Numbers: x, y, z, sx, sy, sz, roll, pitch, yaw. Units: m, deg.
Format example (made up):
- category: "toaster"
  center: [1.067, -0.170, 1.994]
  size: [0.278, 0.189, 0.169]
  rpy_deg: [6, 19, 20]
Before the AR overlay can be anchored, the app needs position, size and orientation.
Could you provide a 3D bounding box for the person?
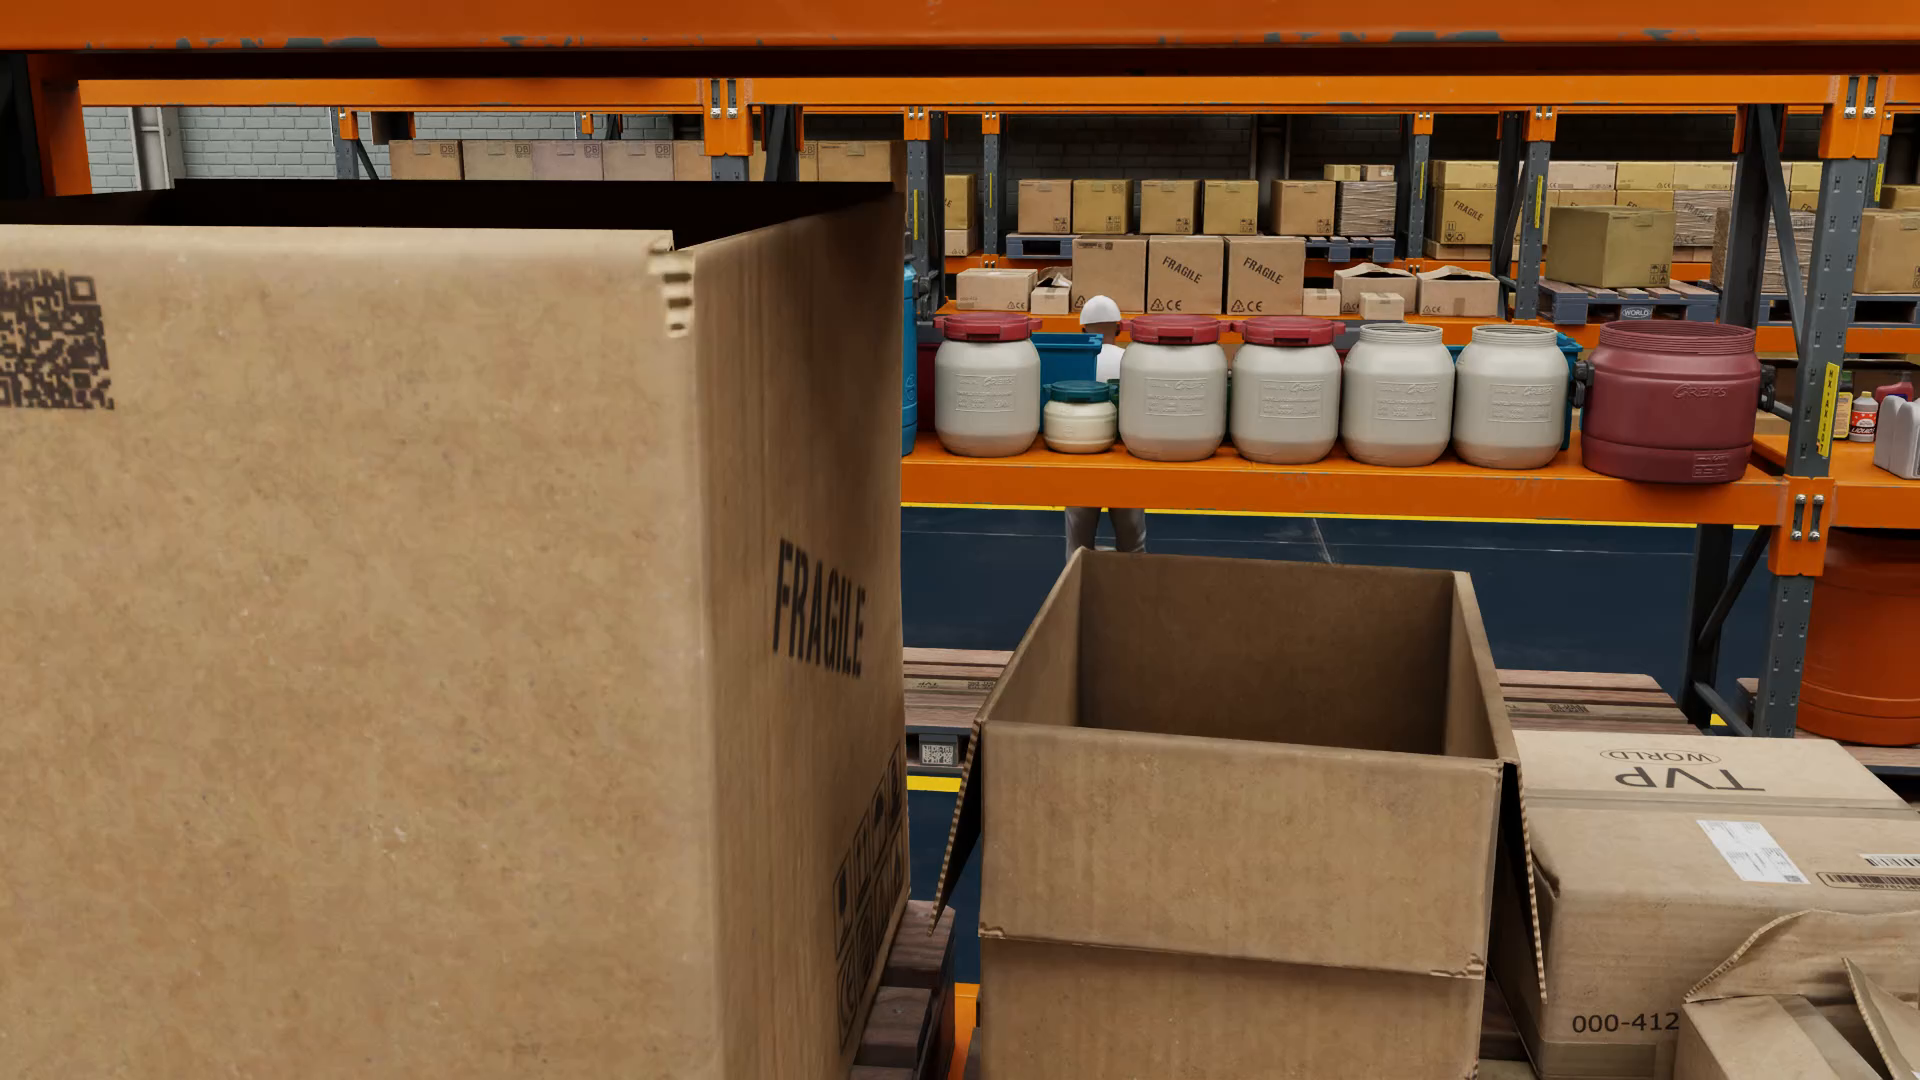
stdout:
- category: "person"
  center: [0.712, -0.329, 8.273]
  size: [0.631, 1.759, 0.461]
  rpy_deg: [1, 14, 3]
